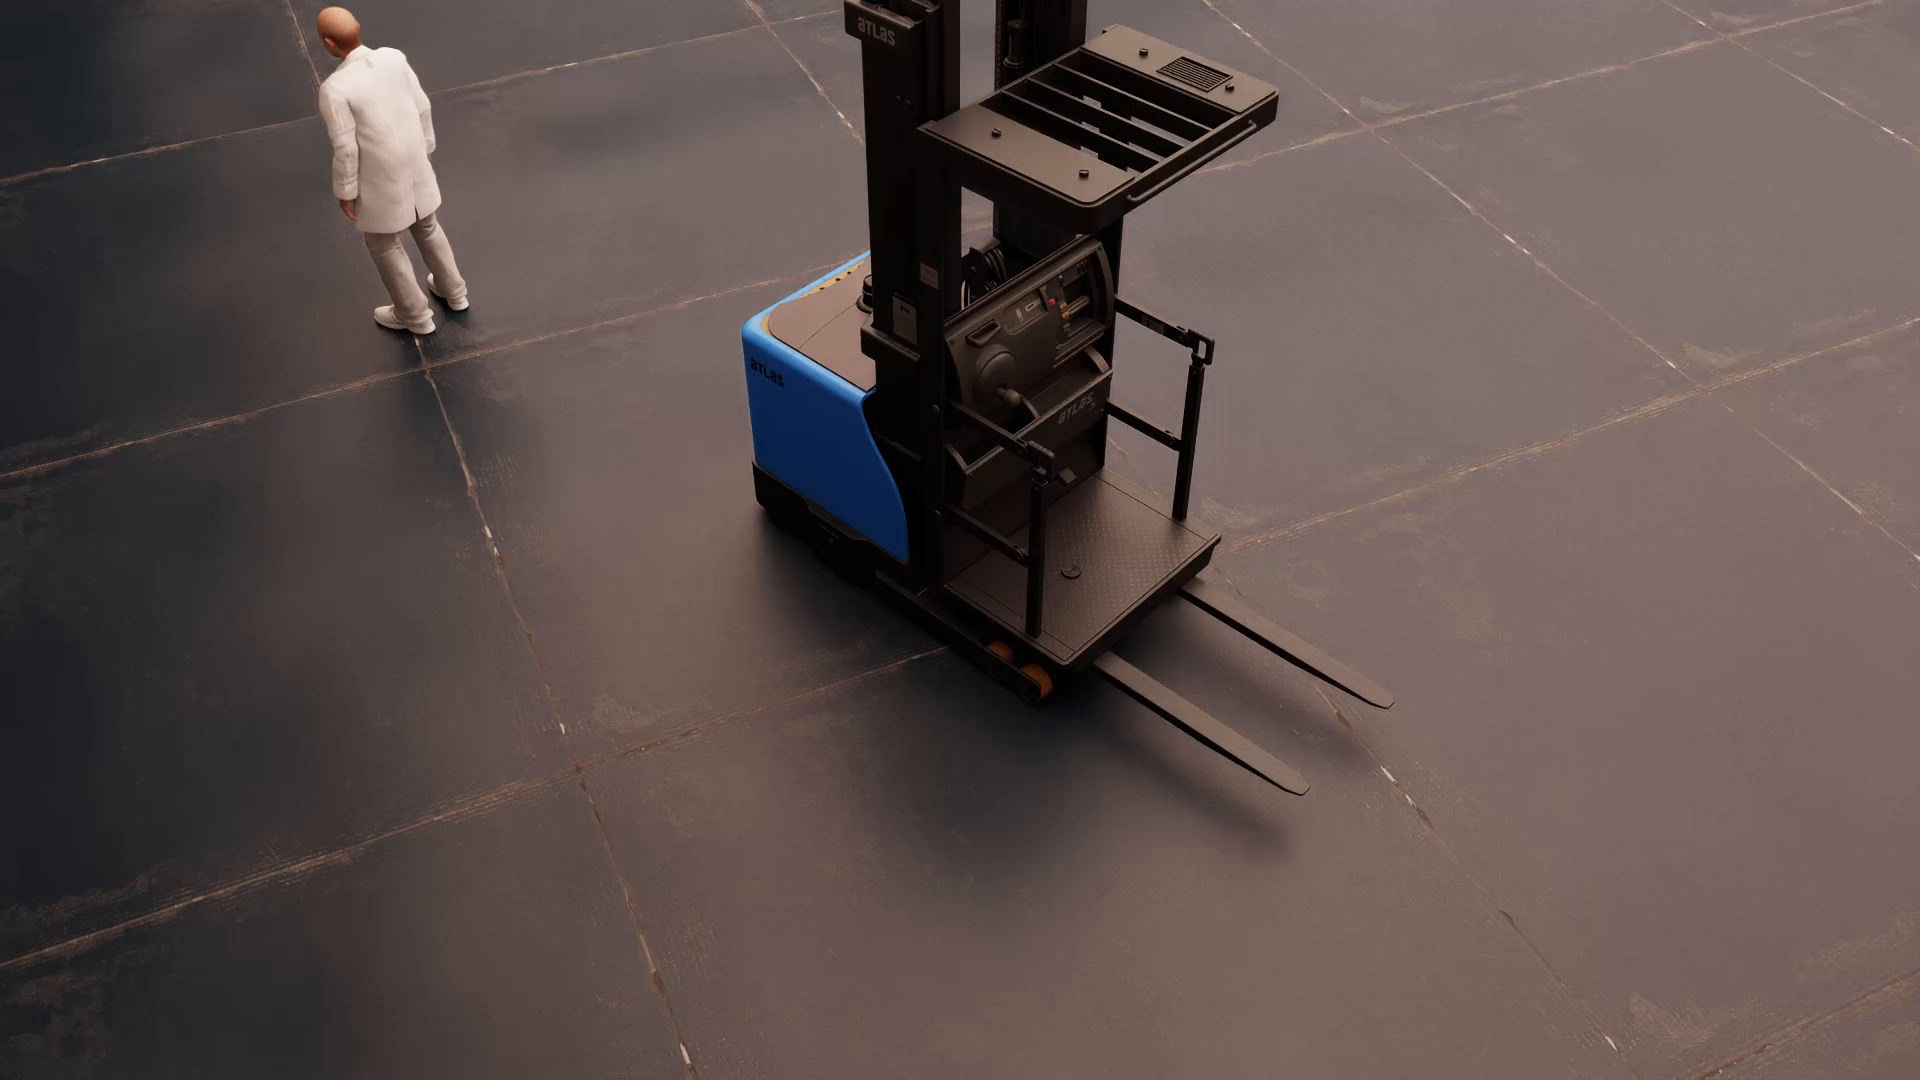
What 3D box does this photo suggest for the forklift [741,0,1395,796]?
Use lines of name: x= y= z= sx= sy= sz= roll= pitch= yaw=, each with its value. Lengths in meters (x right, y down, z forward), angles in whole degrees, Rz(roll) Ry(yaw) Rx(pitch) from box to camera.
forklift: x=0.445 y=-0.788 z=6.525 sx=3.031 sy=2.935 sz=1.130 roll=32 pitch=52 yaw=30

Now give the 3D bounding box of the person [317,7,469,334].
person: x=-2.942 y=-1.885 z=8.548 sx=0.420 sy=1.774 sz=0.646 roll=24 pitch=48 yaw=23
